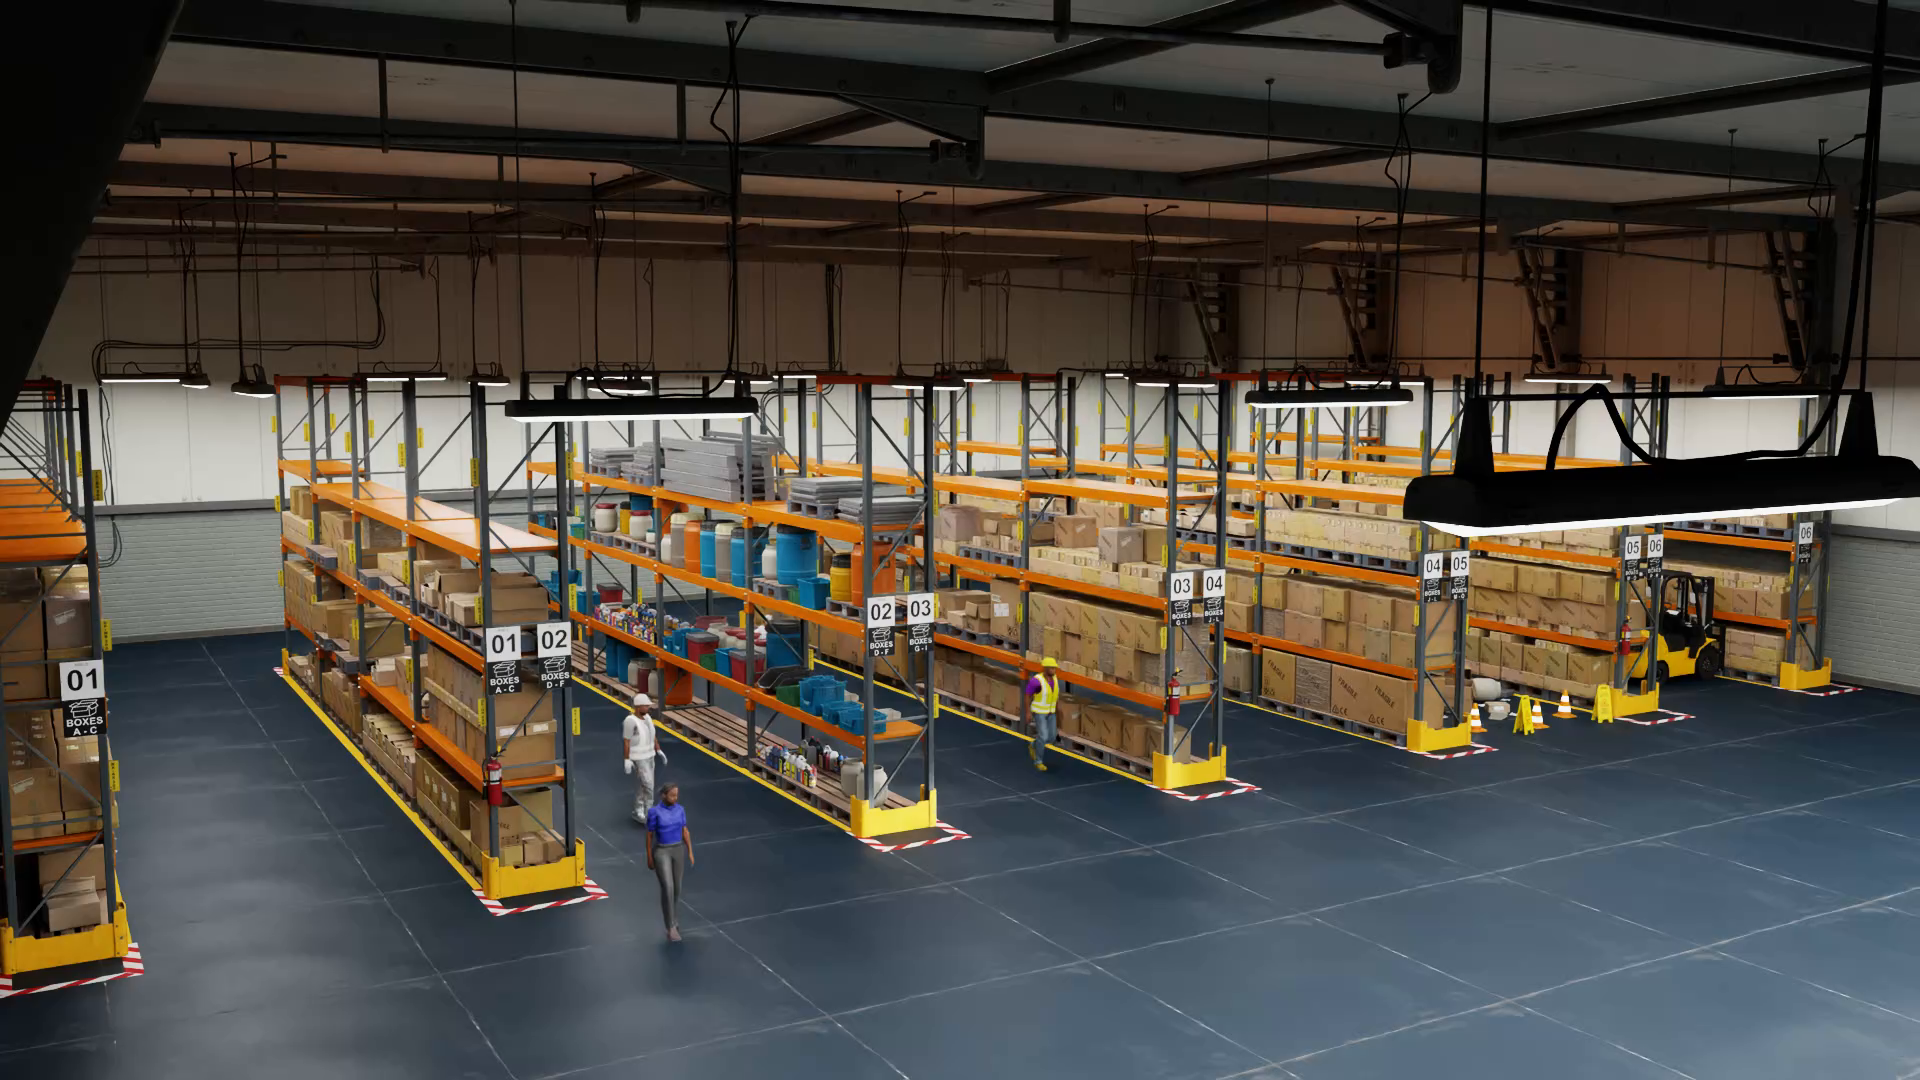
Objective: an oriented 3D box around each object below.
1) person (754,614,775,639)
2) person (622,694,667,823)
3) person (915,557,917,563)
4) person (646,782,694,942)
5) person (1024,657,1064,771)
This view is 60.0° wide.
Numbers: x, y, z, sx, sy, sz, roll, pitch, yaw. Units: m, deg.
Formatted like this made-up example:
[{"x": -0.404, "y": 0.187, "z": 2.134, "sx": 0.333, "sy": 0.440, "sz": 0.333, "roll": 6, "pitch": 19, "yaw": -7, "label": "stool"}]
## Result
[{"x": -3.627, "y": 2.150, "z": 31.061, "sx": 0.585, "sy": 1.583, "sz": 0.757, "roll": -2, "pitch": 7, "yaw": -19, "label": "person"}, {"x": -4.219, "y": 2.997, "z": 22.555, "sx": 0.659, "sy": 1.813, "sz": 0.580, "roll": 2, "pitch": 7, "yaw": 19, "label": "person"}, {"x": -1.058, "y": 1.217, "z": 38.691, "sx": 0.629, "sy": 1.711, "sz": 1.129, "roll": -3, "pitch": 7, "yaw": -27, "label": "person"}, {"x": -3.155, "y": 3.514, "z": 18.344, "sx": 0.469, "sy": 1.669, "sz": 0.673, "roll": -5, "pitch": 8, "yaw": -39, "label": "person"}, {"x": 1.235, "y": 2.659, "z": 25.737, "sx": 0.627, "sy": 1.744, "sz": 0.659, "roll": -6, "pitch": 9, "yaw": -45, "label": "person"}]
